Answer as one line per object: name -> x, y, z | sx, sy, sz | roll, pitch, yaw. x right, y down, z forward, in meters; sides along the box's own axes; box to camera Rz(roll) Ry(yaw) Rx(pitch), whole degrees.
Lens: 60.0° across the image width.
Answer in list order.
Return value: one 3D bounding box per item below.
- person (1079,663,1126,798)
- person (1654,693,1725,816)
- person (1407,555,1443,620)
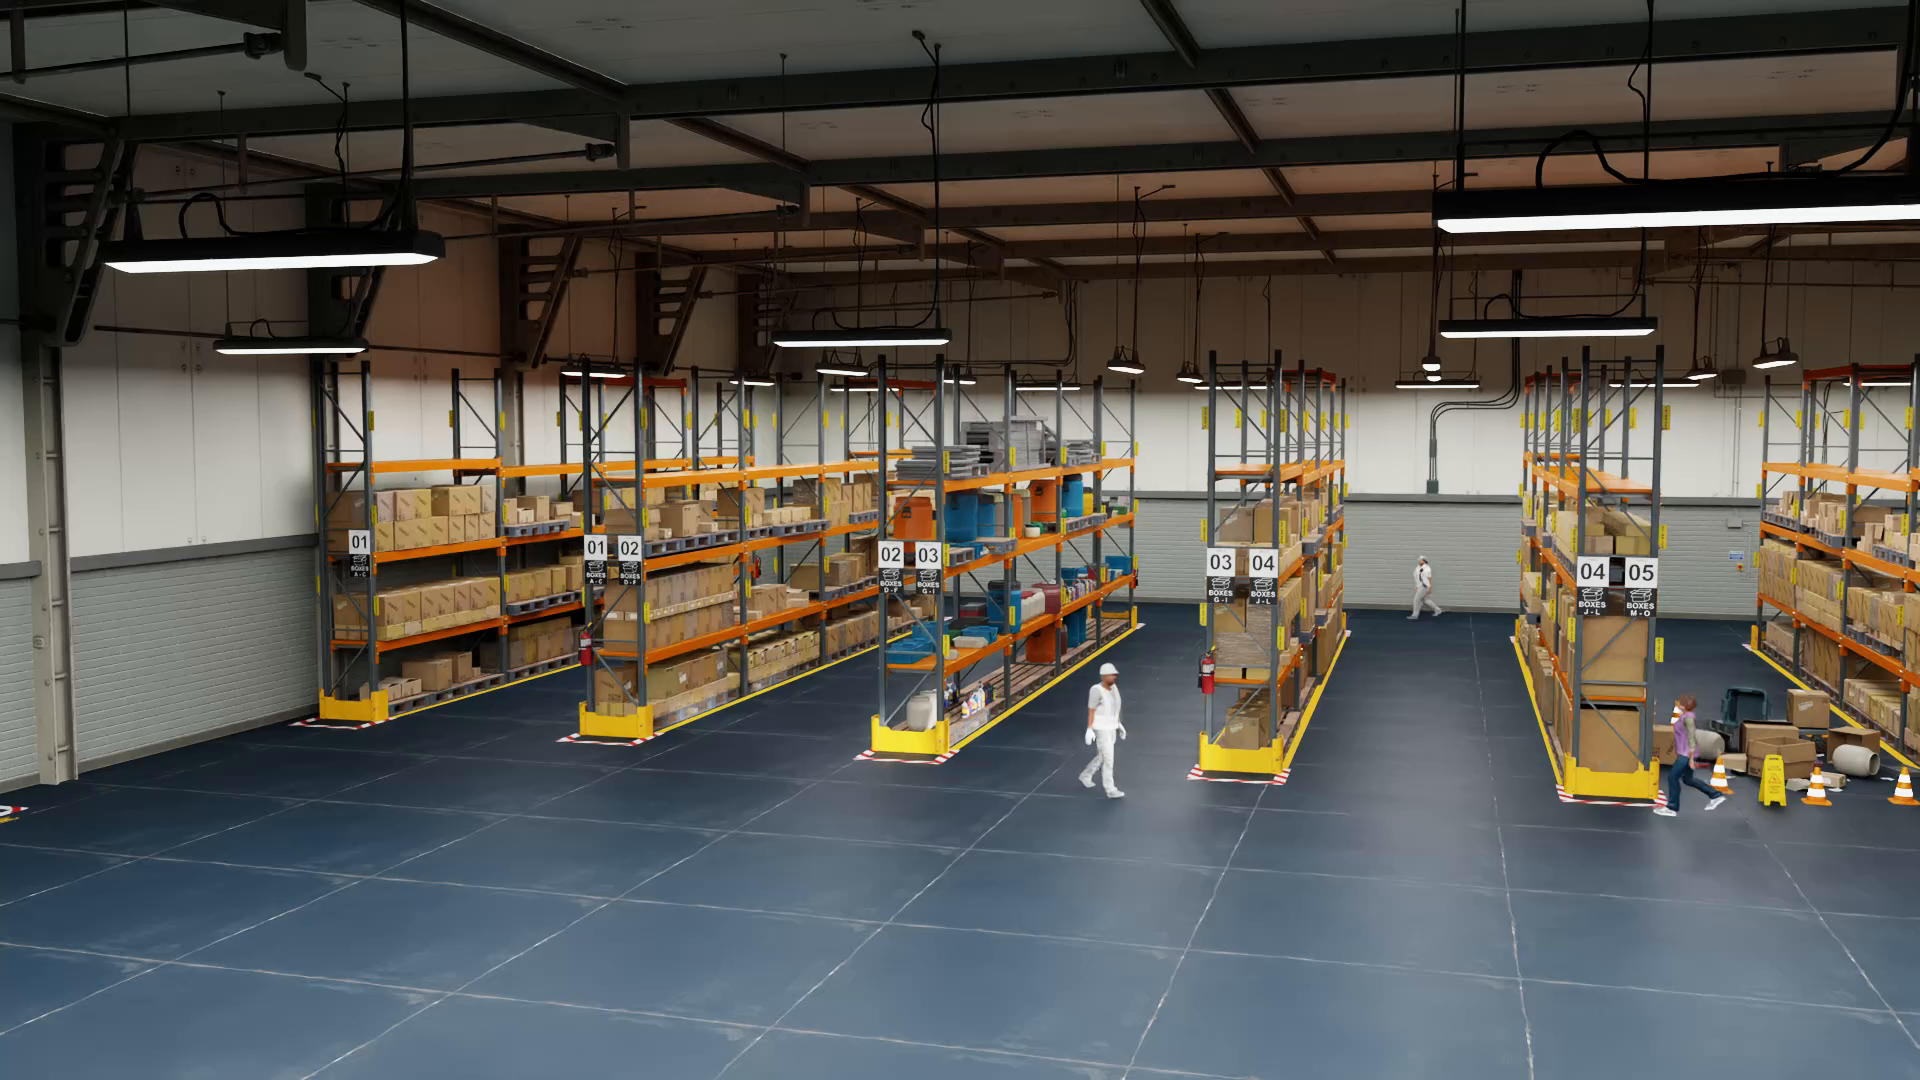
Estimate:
person -> 1.922, 2.534, 22.313 | 0.852, 1.772, 0.589 | 3, 5, 35
person -> 9.218, 2.709, 20.963 | 0.847, 1.560, 0.414 | 1, 4, 16
person -> 11.714, 1.189, 41.888 | 0.949, 1.619, 0.502 | 0, 4, -1
